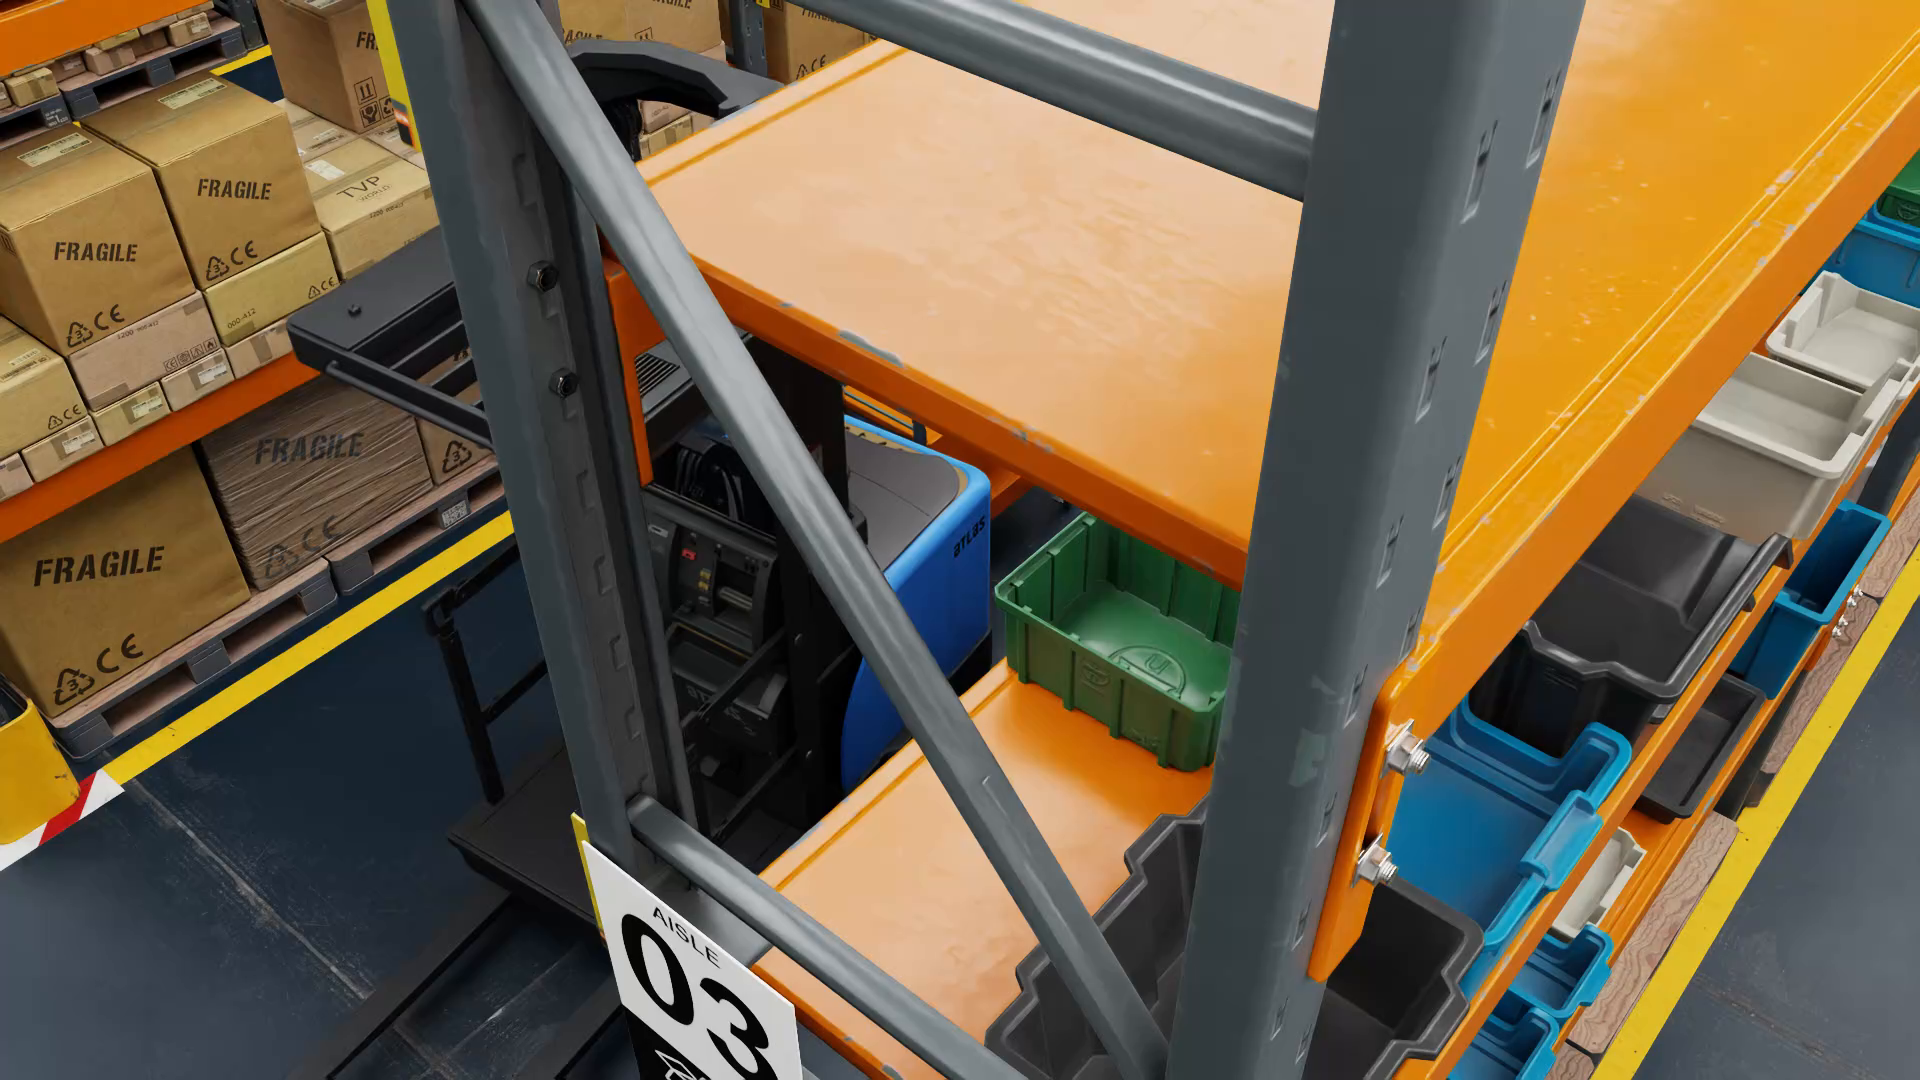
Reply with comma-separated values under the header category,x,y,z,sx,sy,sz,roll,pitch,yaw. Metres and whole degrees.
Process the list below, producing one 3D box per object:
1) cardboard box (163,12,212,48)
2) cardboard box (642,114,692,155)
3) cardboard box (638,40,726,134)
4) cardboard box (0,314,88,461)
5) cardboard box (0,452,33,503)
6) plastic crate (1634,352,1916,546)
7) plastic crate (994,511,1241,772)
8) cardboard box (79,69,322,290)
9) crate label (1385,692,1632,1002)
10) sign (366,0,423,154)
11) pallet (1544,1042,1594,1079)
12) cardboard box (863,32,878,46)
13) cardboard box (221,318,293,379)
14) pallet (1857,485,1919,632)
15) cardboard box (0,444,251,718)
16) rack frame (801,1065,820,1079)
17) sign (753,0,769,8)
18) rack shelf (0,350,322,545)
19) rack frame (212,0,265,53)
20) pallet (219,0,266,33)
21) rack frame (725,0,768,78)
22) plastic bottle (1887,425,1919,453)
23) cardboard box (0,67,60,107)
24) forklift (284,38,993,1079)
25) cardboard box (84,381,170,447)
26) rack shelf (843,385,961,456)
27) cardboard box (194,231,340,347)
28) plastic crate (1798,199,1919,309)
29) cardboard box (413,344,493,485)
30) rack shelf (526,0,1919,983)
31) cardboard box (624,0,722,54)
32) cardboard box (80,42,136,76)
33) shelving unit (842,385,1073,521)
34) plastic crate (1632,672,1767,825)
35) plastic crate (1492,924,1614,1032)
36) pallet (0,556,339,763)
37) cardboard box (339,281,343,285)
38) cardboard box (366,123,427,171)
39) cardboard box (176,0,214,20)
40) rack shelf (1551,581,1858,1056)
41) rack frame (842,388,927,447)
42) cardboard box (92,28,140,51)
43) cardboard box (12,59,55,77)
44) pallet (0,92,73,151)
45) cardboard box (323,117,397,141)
category,x,y,z,sx,sy,sz,roll,pitch,yaw
cardboard box,-5.026,-3.321,10.662,0.380,0.149,0.250,30,50,29
cardboard box,-1.415,-1.846,7.420,0.380,0.149,0.250,30,50,29
cardboard box,-1.387,-2.084,7.385,0.500,0.250,0.500,29,49,28
cardboard box,-3.362,-0.496,5.638,0.500,0.250,0.500,28,49,27
cardboard box,-3.396,-0.258,5.673,0.380,0.149,0.250,30,50,29
plastic crate,1.576,-0.240,3.325,0.437,0.282,0.530,29,50,28
plastic crate,0.330,0.170,2.943,0.450,0.188,0.336,29,50,28
cardboard box,-2.711,-1.300,5.966,0.500,0.500,0.500,28,49,27
crate label,0.755,0.443,2.596,0.408,0.251,0.502,29,50,28
sign,-0.518,-0.497,1.529,0.100,0.325,0.005,29,50,28
pallet,1.259,1.832,5.261,1.003,0.211,1.213,29,50,28
cardboard box,-0.493,-2.796,8.203,0.500,0.500,0.500,30,50,29
cardboard box,-2.737,-0.788,6.256,0.380,0.149,0.250,29,49,28
pallet,3.801,-0.205,7.501,1.003,0.211,1.213,29,50,28
cardboard box,-3.527,-0.045,6.519,0.875,0.875,0.875,29,50,28
rack frame,-0.087,1.833,3.186,1.000,3.000,0.127,29,50,28
sign,-0.877,-2.481,7.229,0.100,0.325,0.005,29,50,28
rack shelf,-2.590,-1.075,6.919,1.077,0.370,4.000,29,50,28
rack frame,-5.035,-4.570,10.229,1.000,3.000,0.127,29,50,28
pallet,-4.535,-3.940,11.609,1.003,0.211,1.213,29,50,28
rack frame,-1.303,-2.371,7.810,1.000,3.000,0.127,29,50,28
plastic bottle,3.313,-0.442,5.781,0.152,0.276,0.135,29,50,28
cardboard box,-5.692,-2.788,10.076,0.380,0.149,0.250,29,50,28
forklift,-1.083,0.127,5.114,1.130,2.935,3.031,23,47,23
cardboard box,-3.068,-0.523,5.964,0.380,0.149,0.250,28,49,28
rack shelf,-0.003,-0.631,6.855,0.538,0.278,1.000,29,50,28
cardboard box,-2.706,-1.024,6.219,0.500,0.250,0.500,28,49,27
plastic crate,2.146,-0.667,3.831,0.416,0.233,0.300,29,50,28
cardboard box,-2.368,-0.971,7.538,0.875,0.875,0.875,29,50,28
rack shelf,1.201,-1.002,2.677,1.077,0.370,4.000,29,50,28
cardboard box,-1.394,-2.350,7.120,0.500,0.500,0.500,31,51,30
cardboard box,-5.378,-3.060,10.375,0.380,0.149,0.250,28,49,27
shelving unit,-0.003,-0.415,7.052,0.538,1.125,1.048,29,50,28
plastic crate,1.973,0.546,4.762,0.437,0.125,0.590,29,50,28
plastic crate,1.365,1.056,4.121,0.416,0.233,0.300,29,50,28
pallet,-3.423,0.275,6.973,1.003,0.211,1.213,29,50,28
cardboard box,-2.408,-1.051,6.545,0.380,0.149,0.250,28,49,27
cardboard box,-2.046,-1.554,6.802,0.500,0.250,0.500,31,50,29
cardboard box,-4.994,-3.481,10.617,0.380,0.149,0.250,31,50,29
rack shelf,1.201,1.070,4.561,1.077,0.370,4.000,29,50,28
rack frame,-0.328,-0.152,6.763,0.500,1.125,0.032,29,50,28
cardboard box,-5.318,-3.191,10.298,0.380,0.149,0.250,28,49,27
cardboard box,-5.703,-2.964,10.049,0.380,0.149,0.250,31,51,29
pallet,-6.225,-2.546,10.076,1.003,0.211,1.213,29,50,28
cardboard box,-2.459,-1.774,7.044,0.500,0.250,0.500,31,51,29
